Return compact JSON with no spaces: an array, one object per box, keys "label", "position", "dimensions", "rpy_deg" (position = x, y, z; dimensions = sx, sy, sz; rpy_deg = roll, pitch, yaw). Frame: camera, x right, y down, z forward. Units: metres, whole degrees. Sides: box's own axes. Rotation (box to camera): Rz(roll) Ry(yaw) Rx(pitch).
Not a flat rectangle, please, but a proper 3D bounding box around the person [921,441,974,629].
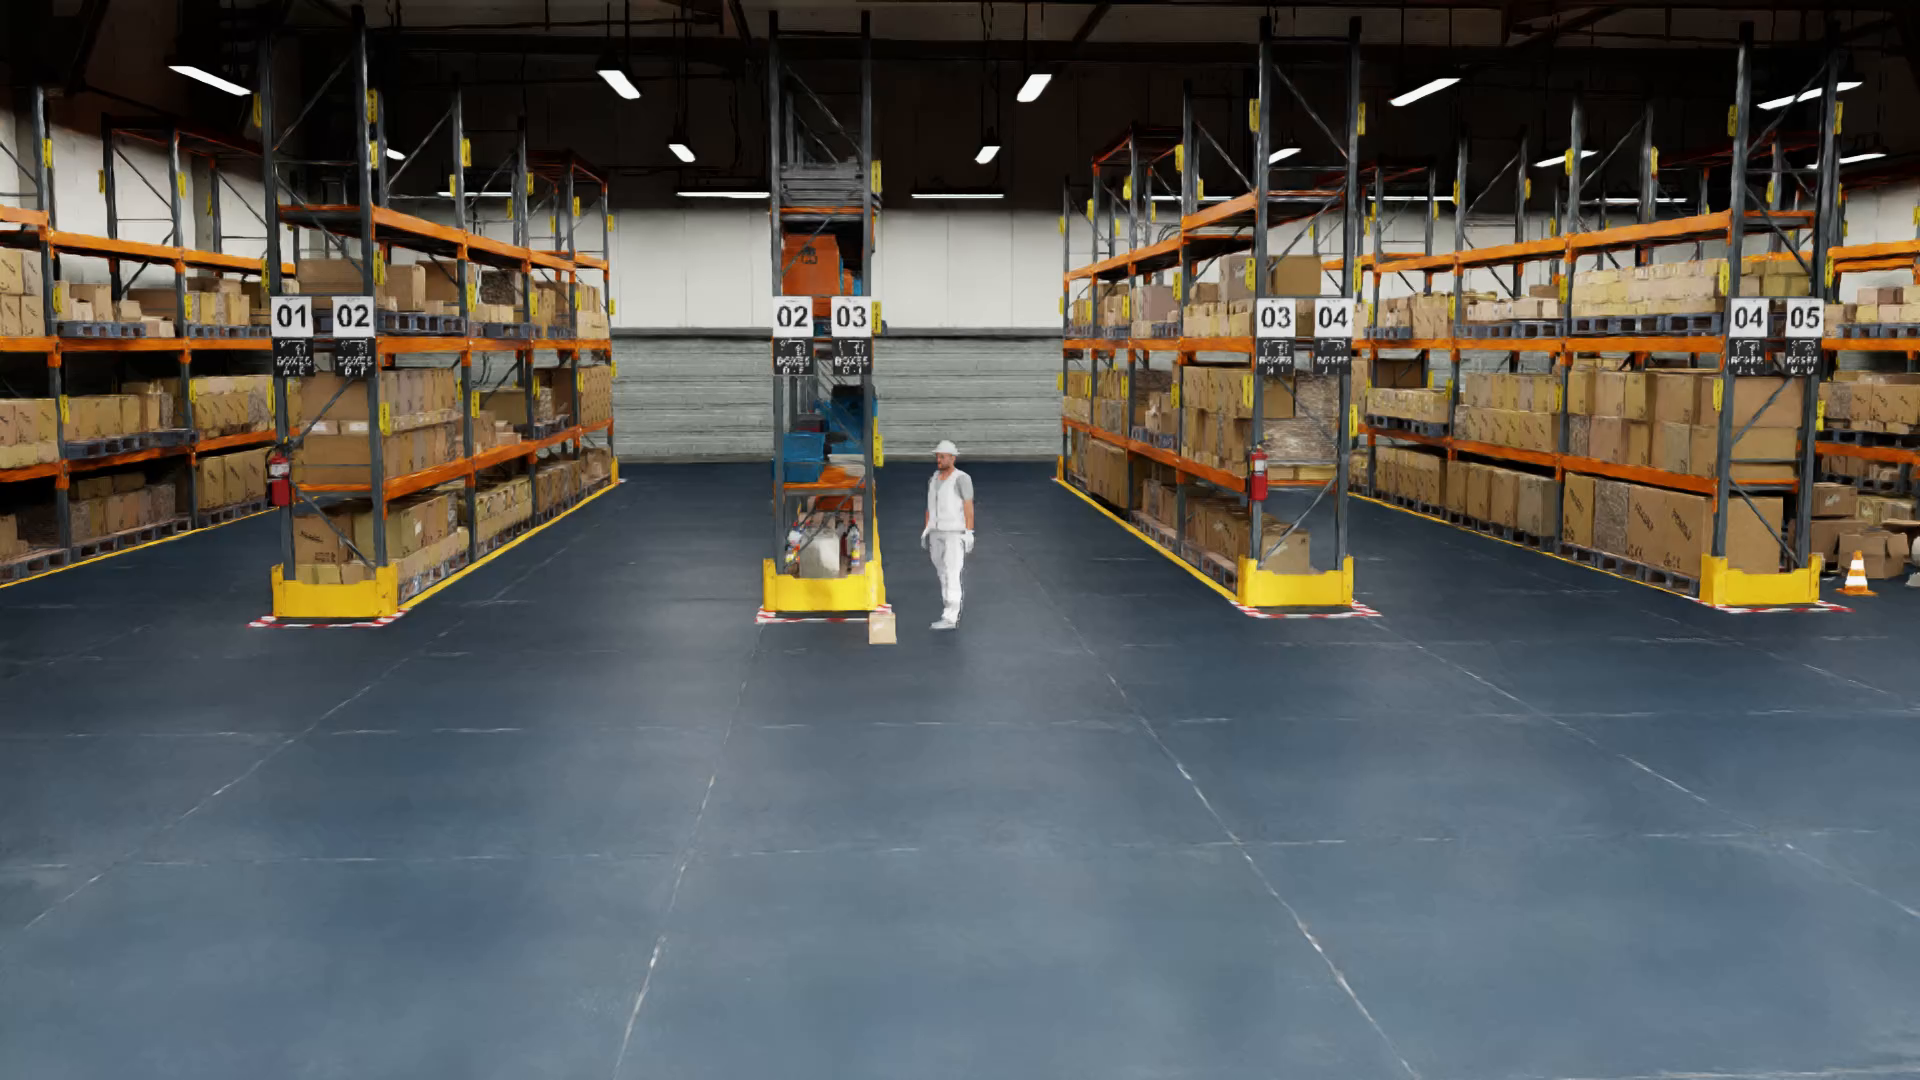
[{"label":"person","position":[-0.187,-0.055,15.984],"dimensions":[0.564,1.785,0.608],"rpy_deg":[6,9,42]}]
